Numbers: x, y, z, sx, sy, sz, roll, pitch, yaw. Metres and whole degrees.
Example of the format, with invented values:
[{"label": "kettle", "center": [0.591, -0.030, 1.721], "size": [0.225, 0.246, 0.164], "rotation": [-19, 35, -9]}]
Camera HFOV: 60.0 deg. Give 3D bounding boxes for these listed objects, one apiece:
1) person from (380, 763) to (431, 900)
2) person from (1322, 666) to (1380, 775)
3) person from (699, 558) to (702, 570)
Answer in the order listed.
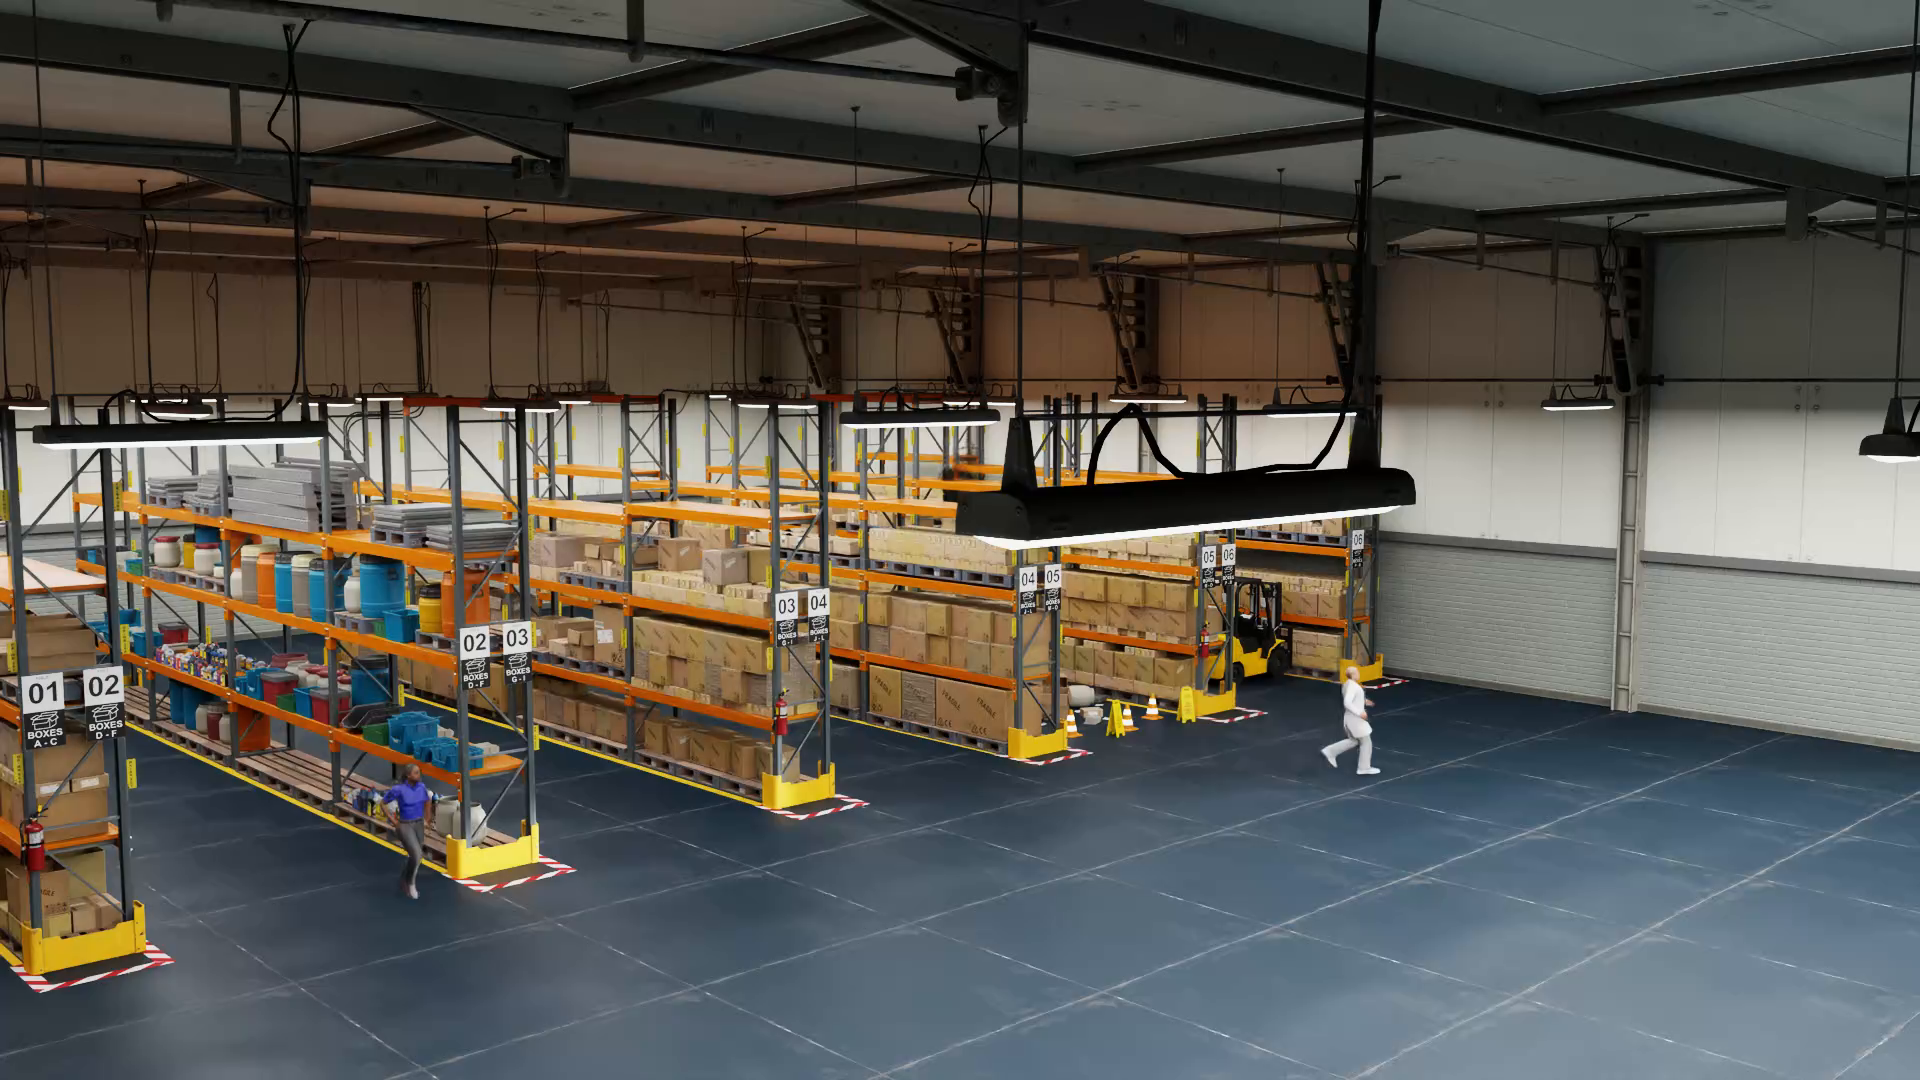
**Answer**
[{"label": "person", "center": [-6.714, 3.555, 20.359], "size": [0.633, 1.649, 0.589], "rotation": [4, 7, 35]}, {"label": "person", "center": [6.284, 2.886, 26.635], "size": [0.917, 1.747, 0.720], "rotation": [0, 6, 2]}, {"label": "person", "center": [-7.100, 1.214, 44.133], "size": [0.930, 1.664, 0.699], "rotation": [-1, 6, -13]}]
